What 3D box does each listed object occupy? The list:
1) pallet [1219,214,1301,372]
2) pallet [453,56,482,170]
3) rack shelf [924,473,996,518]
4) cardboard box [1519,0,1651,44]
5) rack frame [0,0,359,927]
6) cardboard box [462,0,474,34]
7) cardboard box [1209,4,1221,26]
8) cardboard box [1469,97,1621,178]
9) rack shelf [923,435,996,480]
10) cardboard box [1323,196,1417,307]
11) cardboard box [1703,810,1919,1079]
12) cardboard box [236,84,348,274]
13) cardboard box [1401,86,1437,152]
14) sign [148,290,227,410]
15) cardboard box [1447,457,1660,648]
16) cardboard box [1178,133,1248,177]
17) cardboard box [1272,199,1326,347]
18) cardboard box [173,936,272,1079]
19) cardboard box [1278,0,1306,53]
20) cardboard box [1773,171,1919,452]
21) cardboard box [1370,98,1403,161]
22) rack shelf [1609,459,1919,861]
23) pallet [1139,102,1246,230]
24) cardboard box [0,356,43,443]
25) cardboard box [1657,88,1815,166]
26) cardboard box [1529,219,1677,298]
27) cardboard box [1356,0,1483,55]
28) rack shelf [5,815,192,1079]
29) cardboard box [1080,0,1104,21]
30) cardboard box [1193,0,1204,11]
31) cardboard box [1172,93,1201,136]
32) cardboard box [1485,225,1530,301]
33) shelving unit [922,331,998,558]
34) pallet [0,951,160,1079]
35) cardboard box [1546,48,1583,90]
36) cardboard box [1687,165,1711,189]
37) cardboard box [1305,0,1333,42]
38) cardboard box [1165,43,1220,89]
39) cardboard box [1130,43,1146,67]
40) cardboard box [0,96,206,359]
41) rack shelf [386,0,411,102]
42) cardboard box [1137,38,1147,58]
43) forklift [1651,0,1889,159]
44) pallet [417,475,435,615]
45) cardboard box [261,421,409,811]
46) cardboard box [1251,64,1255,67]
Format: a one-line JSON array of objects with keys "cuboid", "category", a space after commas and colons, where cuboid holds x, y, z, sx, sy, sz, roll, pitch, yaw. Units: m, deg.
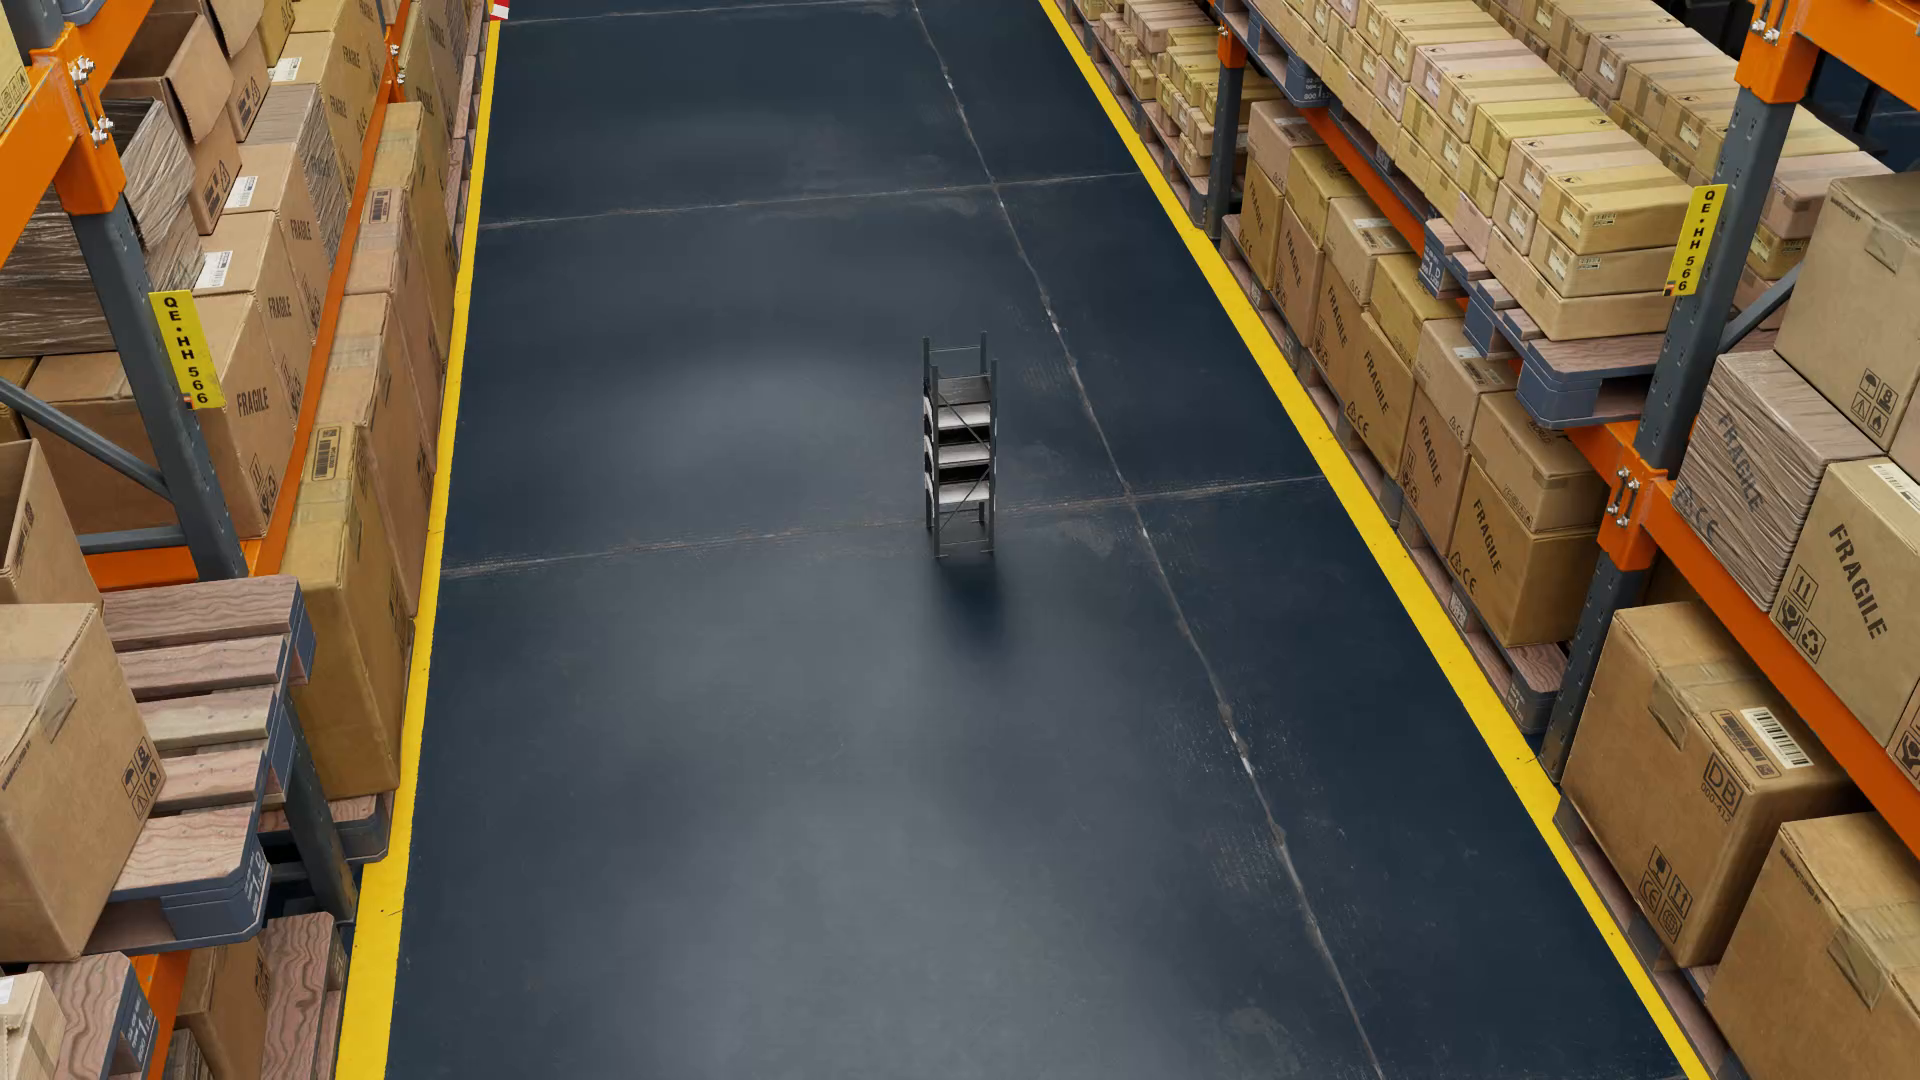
[{"cuboid": [1.940, -1.283, 8.229, 1.003, 0.211, 1.213, -6, 38, -8], "category": "pallet"}, {"cuboid": [-3.372, -2.486, 9.778, 1.003, 0.211, 1.213, -6, 38, -8], "category": "pallet"}, {"cuboid": [-0.001, -0.192, 6.611, 0.258, 0.077, 0.200, -6, 38, -8], "category": "rack shelf"}, {"cuboid": [2.341, -1.984, 6.237, 0.380, 0.149, 0.250, -7, 38, -9], "category": "cardboard box"}, {"cuboid": [-2.397, 0.035, 4.260, 1.000, 3.000, 0.127, -6, 38, -8], "category": "rack frame"}, {"cuboid": [-3.609, -3.746, 10.517, 0.875, 0.875, 0.875, -6, 38, -8], "category": "cardboard box"}, {"cuboid": [1.702, -3.153, 9.860, 0.380, 0.149, 0.250, -8, 39, -10], "category": "cardboard box"}, {"cuboid": [1.879, -1.296, 5.351, 0.380, 0.149, 0.250, -5, 38, -7], "category": "cardboard box"}, {"cuboid": [-0.001, -0.334, 6.501, 0.258, 0.077, 0.200, -6, 38, -8], "category": "rack shelf"}, {"cuboid": [1.853, -1.224, 6.965, 0.500, 0.250, 0.500, -5, 38, -6], "category": "cardboard box"}, {"cuboid": [2.678, 1.190, 4.265, 1.050, 0.750, 0.750, -6, 38, -7], "category": "cardboard box"}, {"cuboid": [-2.486, -1.250, 5.833, 0.500, 0.500, 0.500, -6, 38, -8], "category": "cardboard box"}, {"cuboid": [1.787, -1.493, 5.847, 0.380, 0.149, 0.250, -6, 38, -8], "category": "cardboard box"}, {"cuboid": [-1.865, -0.455, 4.012, 0.100, 0.325, 0.005, -6, 38, -8], "category": "sign"}, {"cuboid": [2.131, 0.014, 5.982, 0.500, 0.500, 0.500, -6, 38, -8], "category": "cardboard box"}, {"cuboid": [1.398, -2.094, 8.982, 0.380, 0.149, 0.250, -6, 38, -7], "category": "cardboard box"}, {"cuboid": [1.765, -1.238, 7.594, 0.500, 0.500, 0.500, -5, 38, -6], "category": "cardboard box"}, {"cuboid": [-2.260, 1.251, 4.374, 0.700, 0.500, 0.500, -8, 39, -10], "category": "cardboard box"}, {"cuboid": [1.556, -2.163, 6.952, 0.380, 0.149, 0.250, -6, 38, -7], "category": "cardboard box"}, {"cuboid": [2.573, -0.600, 4.181, 0.700, 0.500, 0.500, -6, 38, -8], "category": "cardboard box"}, {"cuboid": [1.745, -1.528, 6.135, 0.380, 0.149, 0.250, -5, 38, -7], "category": "cardboard box"}, {"cuboid": [2.854, 1.054, 3.534, 1.077, 0.370, 4.000, -6, 38, -8], "category": "rack shelf"}, {"cuboid": [1.650, -2.155, 9.351, 1.003, 0.211, 1.213, -6, 38, -8], "category": "pallet"}, {"cuboid": [-2.728, -0.276, 4.579, 0.500, 0.500, 0.500, -5, 38, -7], "category": "cardboard box"}, {"cuboid": [2.525, -1.350, 5.420, 0.380, 0.149, 0.250, -6, 38, -8], "category": "cardboard box"}, {"cuboid": [1.969, -0.871, 5.047, 0.380, 0.149, 0.250, -5, 38, -7], "category": "cardboard box"}, {"cuboid": [1.697, -1.925, 6.160, 0.380, 0.149, 0.250, -5, 38, -7], "category": "cardboard box"}, {"cuboid": [-2.047, 1.527, 2.926, 1.077, 0.370, 4.000, -6, 38, -8], "category": "rack shelf"}, {"cuboid": [0.992, -3.494, 10.784, 0.380, 0.149, 0.250, -6, 38, -7], "category": "cardboard box"}, {"cuboid": [1.247, -3.257, 9.995, 0.380, 0.149, 0.250, -6, 38, -8], "category": "cardboard box"}, {"cuboid": [1.375, -2.329, 9.043, 0.380, 0.149, 0.250, -8, 39, -10], "category": "cardboard box"}, {"cuboid": [1.923, -0.903, 5.330, 0.380, 0.149, 0.250, -6, 38, -8], "category": "cardboard box"}, {"cuboid": [-0.001, -0.360, 6.480, 0.258, 0.900, 0.210, -6, 38, -8], "category": "shelving unit"}, {"cuboid": [-2.010, 1.302, 2.786, 1.003, 0.211, 1.213, -6, 38, -8], "category": "pallet"}, {"cuboid": [2.389, -1.713, 6.130, 0.380, 0.149, 0.250, -7, 38, -8], "category": "cardboard box"}, {"cuboid": [2.567, -1.099, 5.340, 0.380, 0.149, 0.250, -4, 38, -6], "category": "cardboard box"}, {"cuboid": [1.607, -2.119, 6.652, 0.380, 0.149, 0.250, -5, 38, -6], "category": "cardboard box"}, {"cuboid": [1.349, -2.615, 9.168, 0.380, 0.149, 0.250, -7, 38, -8], "category": "cardboard box"}, {"cuboid": [1.237, -2.884, 9.999, 0.380, 0.149, 0.250, -6, 38, -7], "category": "cardboard box"}, {"cuboid": [-2.509, -0.844, 4.493, 0.797, 0.503, 0.637, -5, 38, -6], "category": "cardboard box"}, {"cuboid": [-3.449, -3.305, 9.146, 1.077, 0.370, 4.000, -6, 38, -8], "category": "rack shelf"}, {"cuboid": [1.272, -2.967, 9.863, 0.380, 0.149, 0.250, -8, 39, -10], "category": "cardboard box"}, {"cuboid": [4.321, -3.170, 8.441, 1.130, 2.935, 3.031, -8, 39, -10], "category": "forklift"}, {"cuboid": [-2.672, -0.084, 6.686, 1.003, 0.211, 1.213, -6, 38, -8], "category": "pallet"}, {"cuboid": [-2.498, 0.289, 5.323, 1.225, 0.875, 0.875, -8, 39, -10], "category": "cardboard box"}, {"cuboid": [1.799, -2.715, 9.538, 0.380, 0.149, 0.250, -8, 39, -10], "category": "cardboard box"}]
